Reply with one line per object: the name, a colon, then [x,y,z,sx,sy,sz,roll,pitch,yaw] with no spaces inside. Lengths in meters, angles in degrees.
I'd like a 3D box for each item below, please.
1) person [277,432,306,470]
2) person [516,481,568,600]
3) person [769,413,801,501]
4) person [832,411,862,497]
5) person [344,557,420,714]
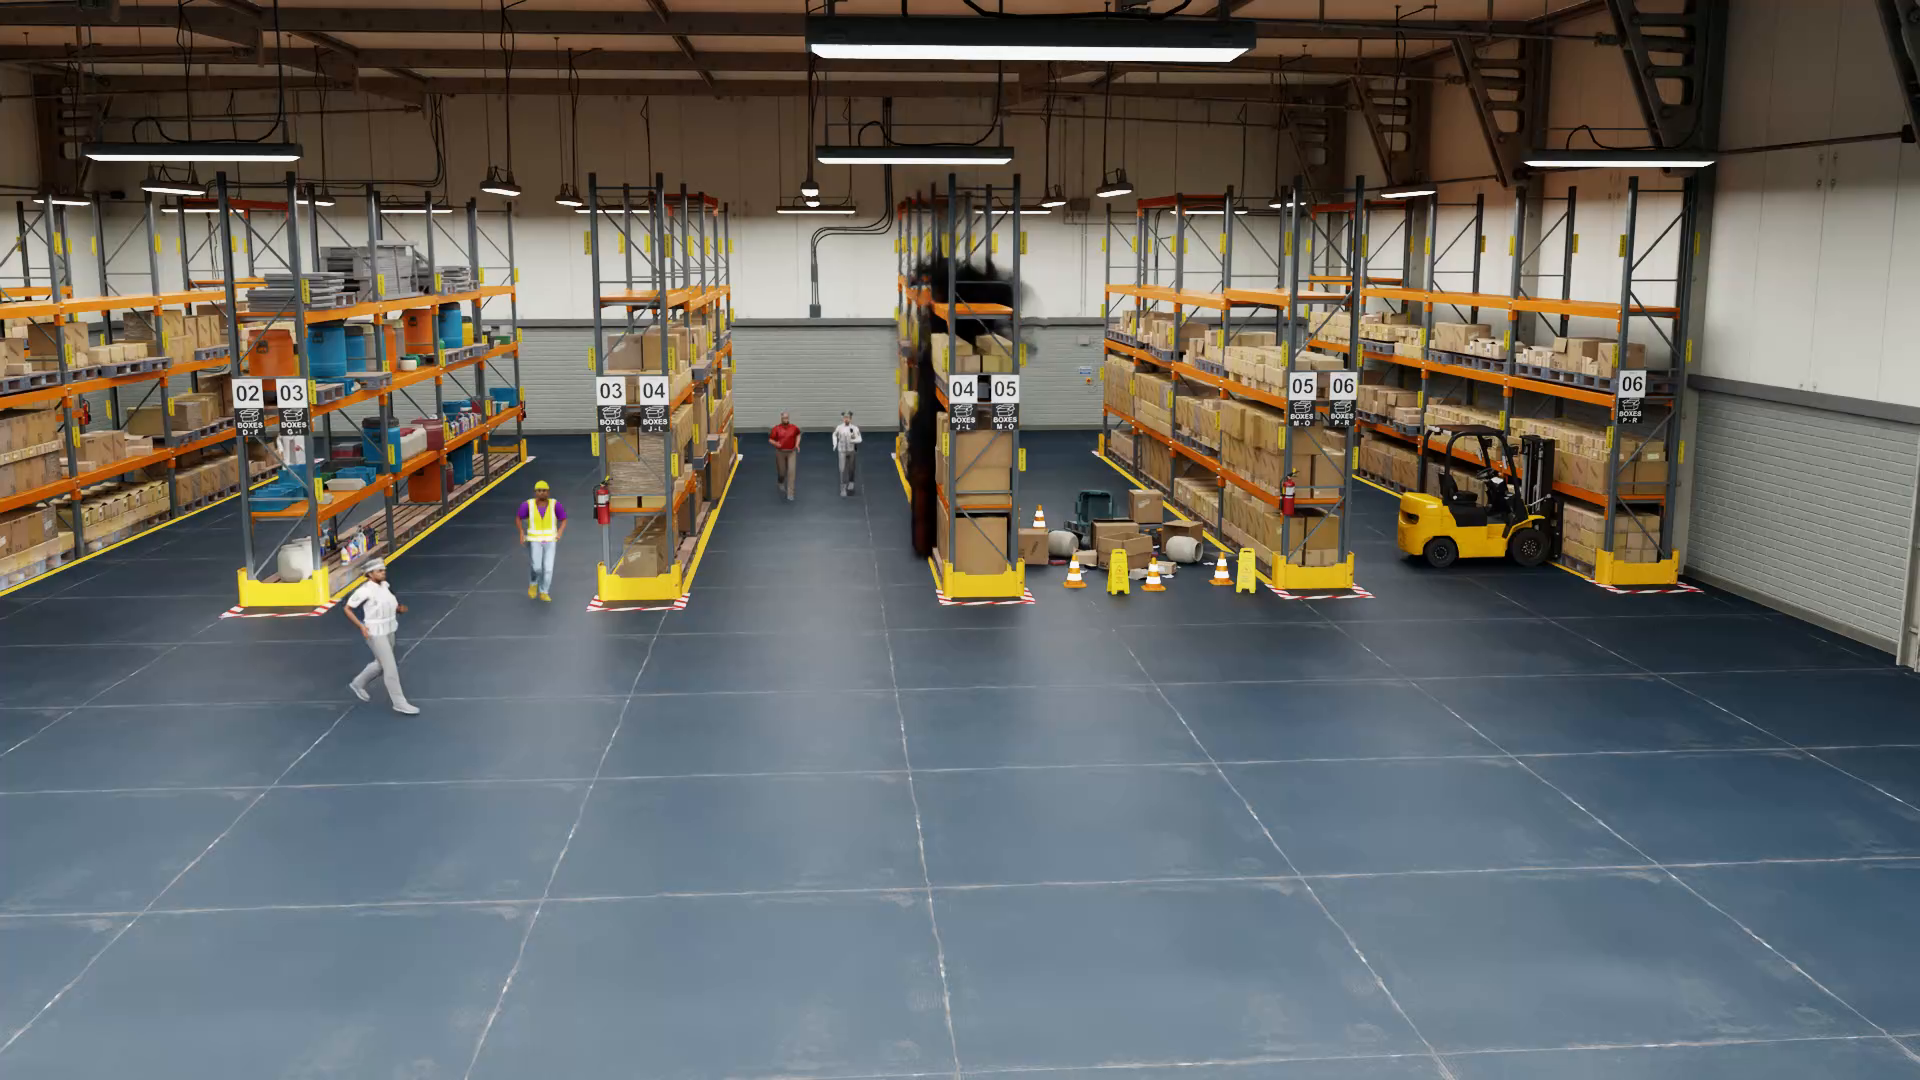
person: [-12.843,-1.484,32.113,0.691,1.847,0.750,-2,10,-11]
person: [-5.914,0.016,23.628,0.704,1.727,0.559,-4,11,-20]
person: [-3.488,-1.693,33.326,0.664,1.726,0.954,-2,10,-12]
person: [-2.293,-1.780,33.758,0.614,1.690,0.899,0,10,-1]
person: [-6.265,1.013,17.976,0.906,1.684,0.575,3,10,16]
